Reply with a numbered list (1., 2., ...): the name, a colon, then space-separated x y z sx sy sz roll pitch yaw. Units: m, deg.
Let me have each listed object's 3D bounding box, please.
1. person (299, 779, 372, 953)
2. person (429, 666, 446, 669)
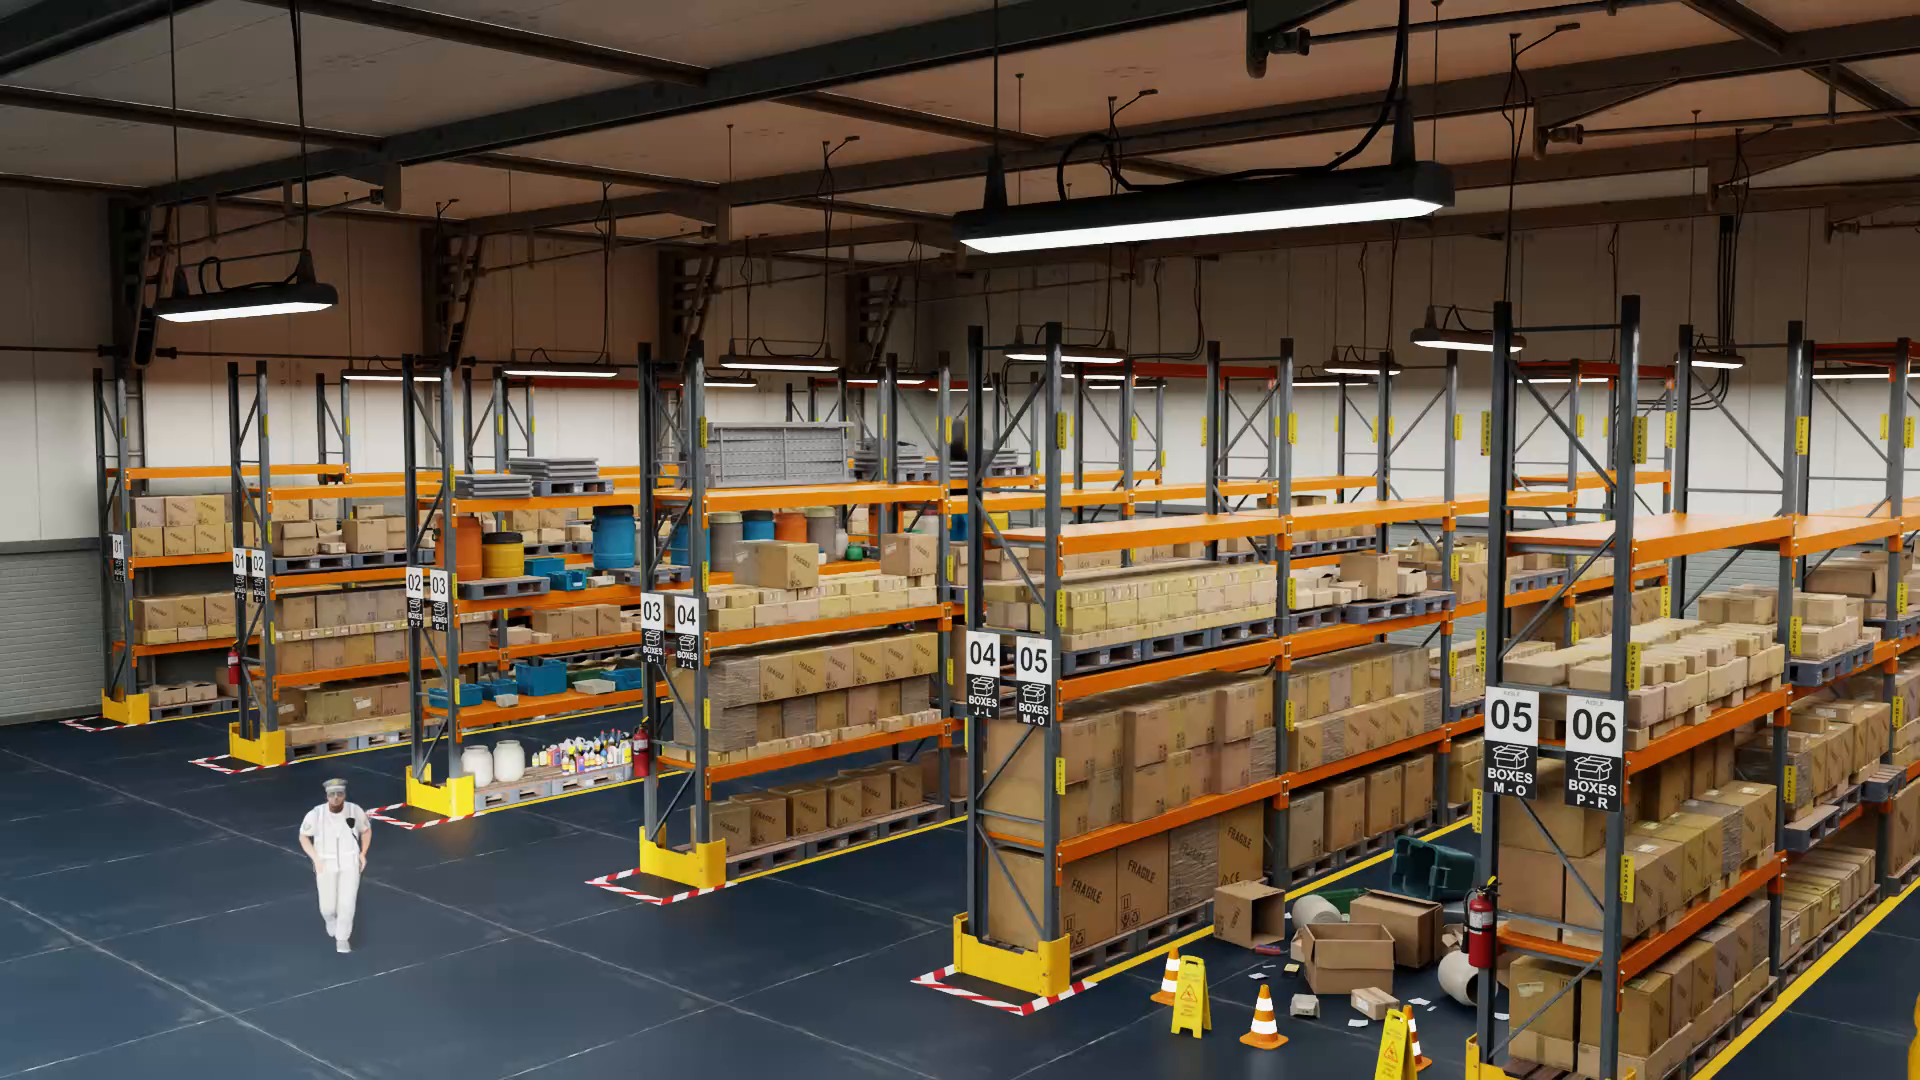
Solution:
1. person: -6.071 3.127 16.191 0.664 1.717 0.650 -2 5 -23
2. person: -9.137 2.212 29.336 0.549 1.623 0.629 3 5 34
